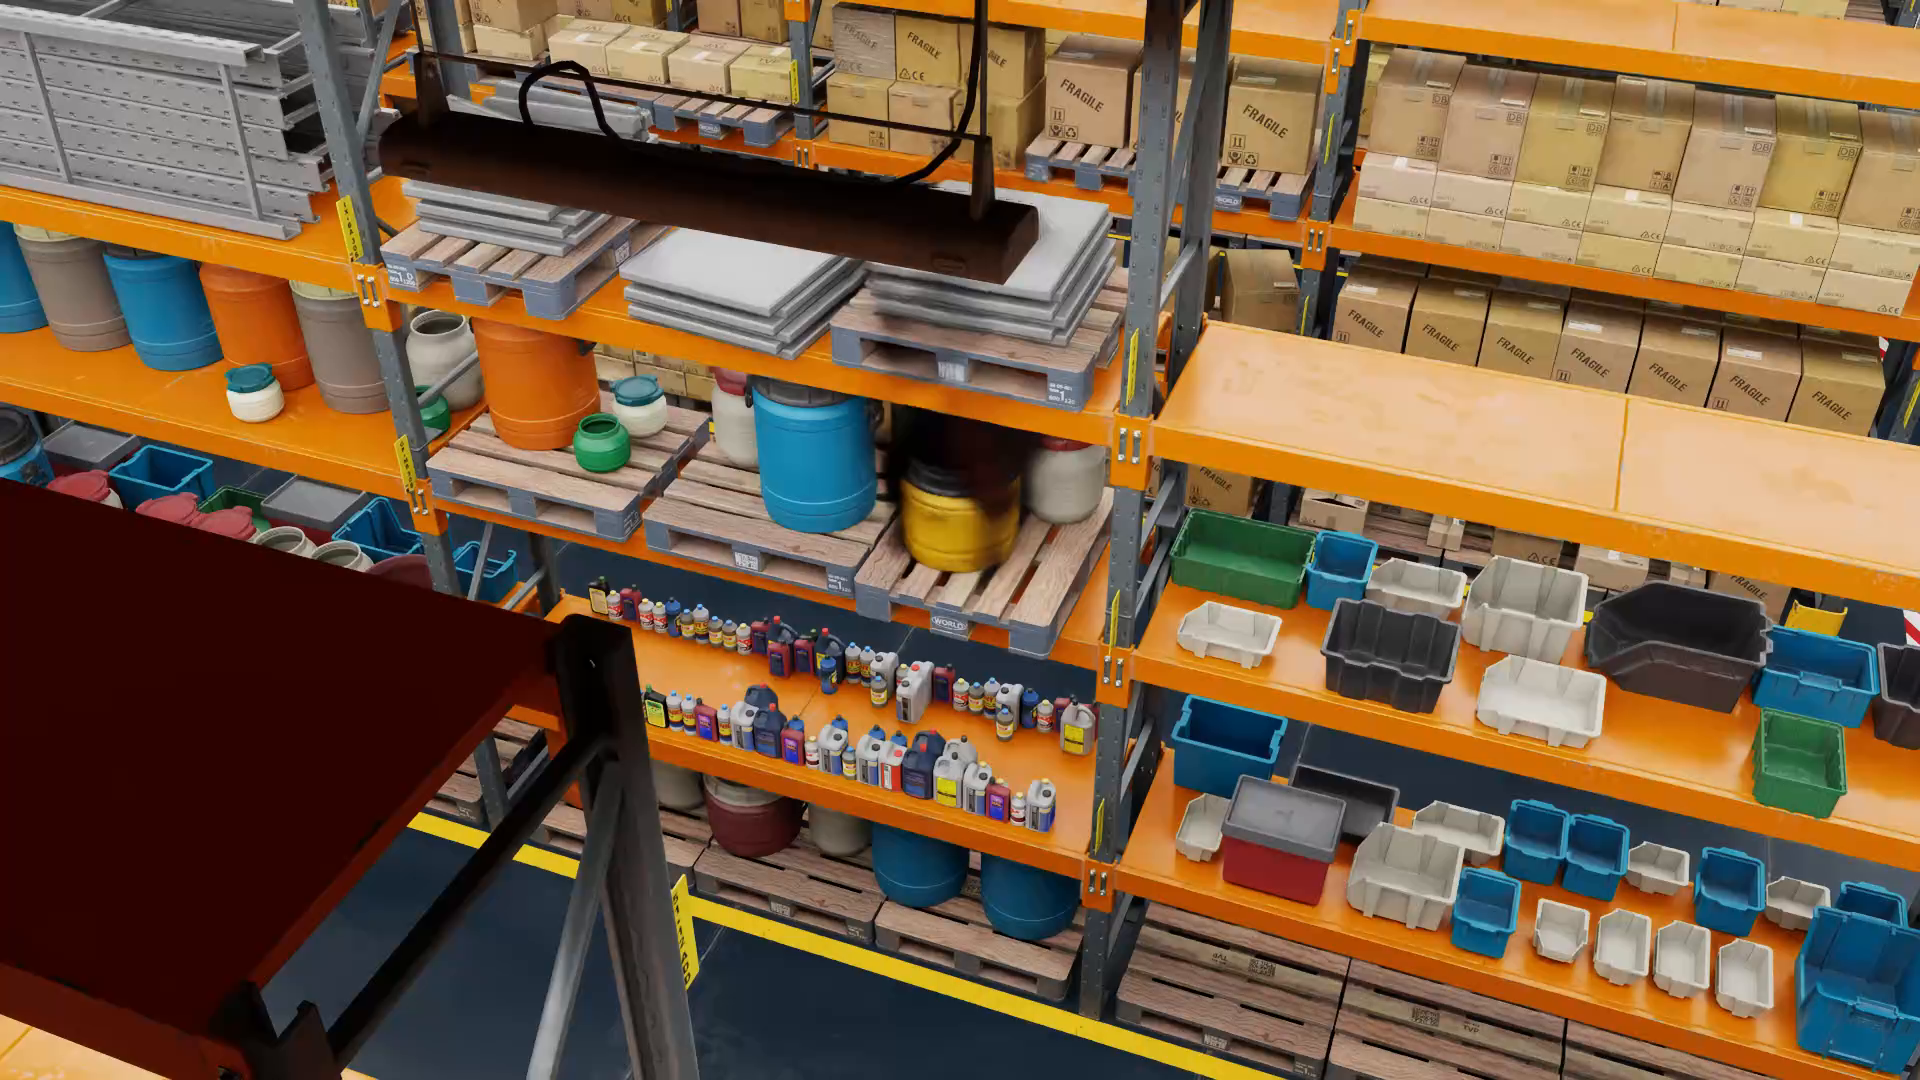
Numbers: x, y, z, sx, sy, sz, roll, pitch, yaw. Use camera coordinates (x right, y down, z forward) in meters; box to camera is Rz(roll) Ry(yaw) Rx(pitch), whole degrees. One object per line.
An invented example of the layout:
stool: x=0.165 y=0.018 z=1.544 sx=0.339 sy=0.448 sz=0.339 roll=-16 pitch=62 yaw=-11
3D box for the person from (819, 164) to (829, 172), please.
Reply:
person: x=-1.387 y=-2.888 z=15.826 sx=0.971 sy=1.741 sz=0.676 roll=13 pitch=38 yaw=16
